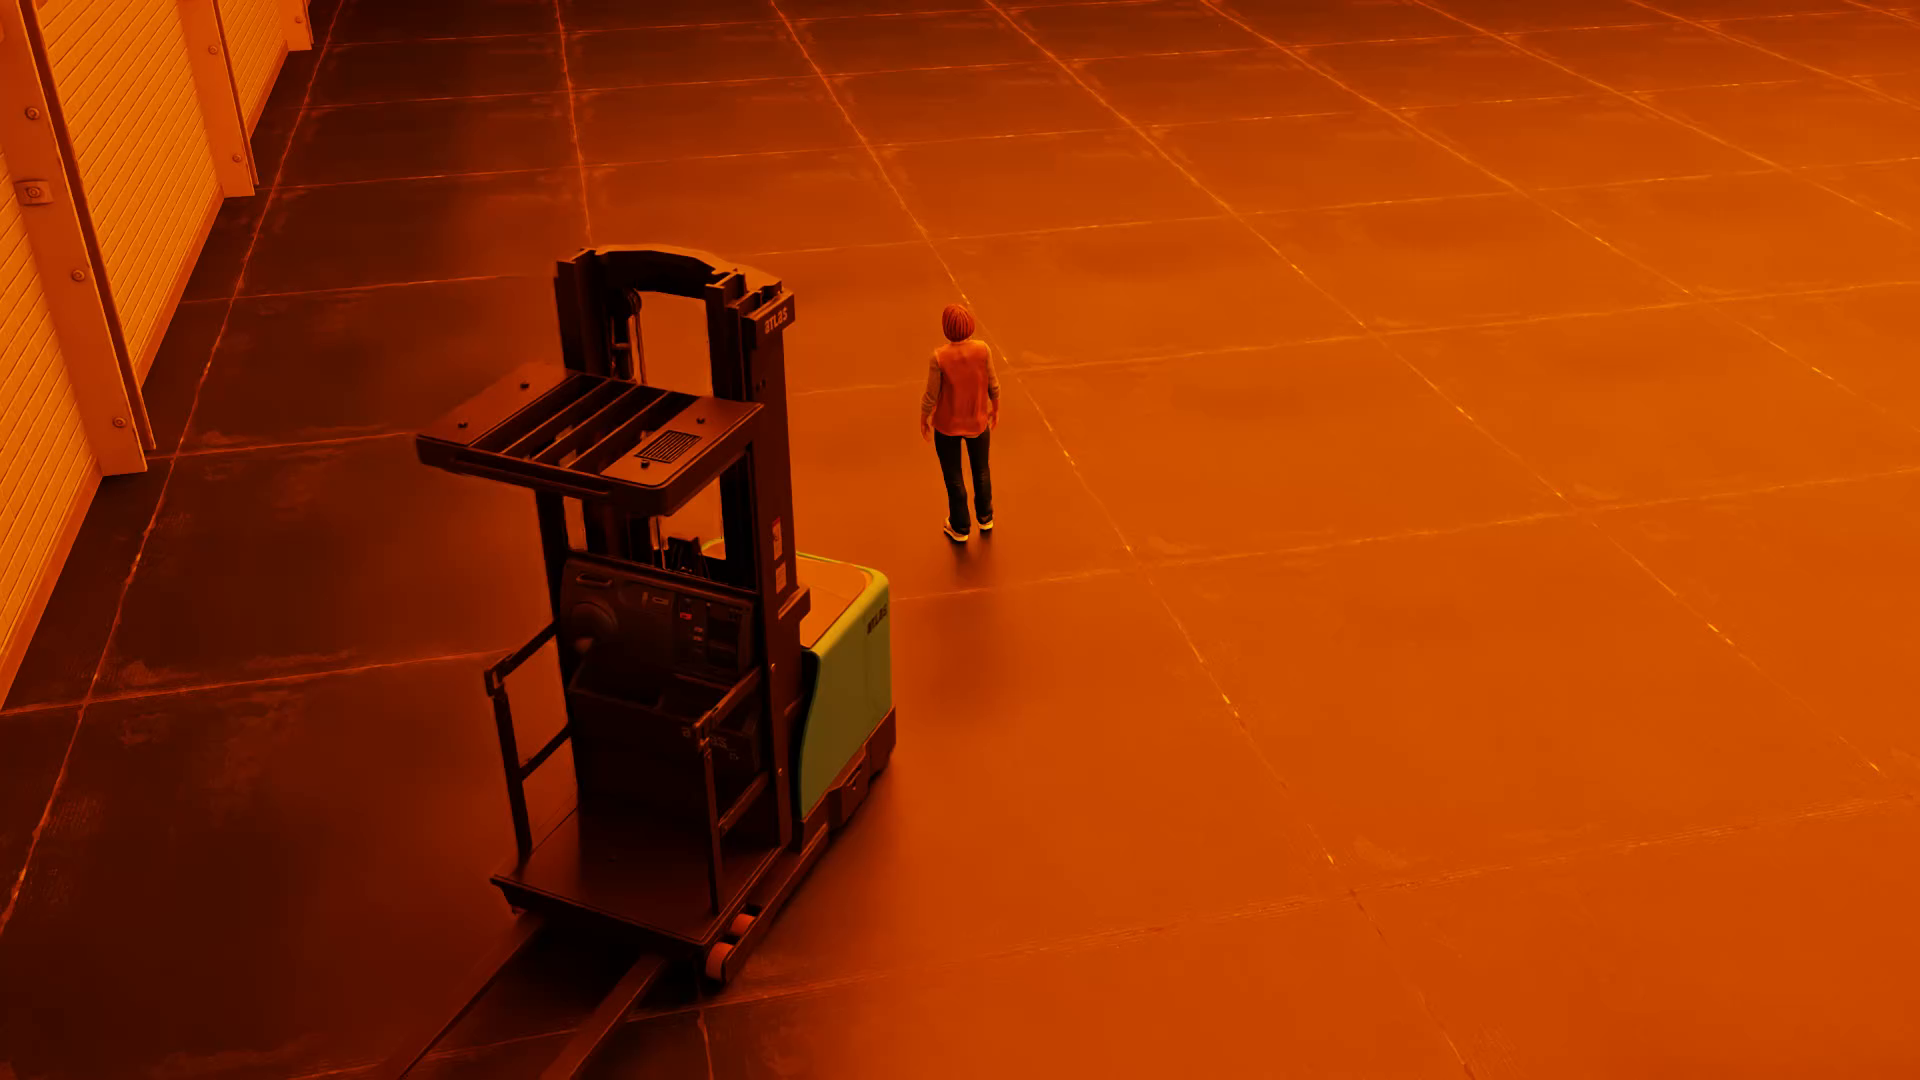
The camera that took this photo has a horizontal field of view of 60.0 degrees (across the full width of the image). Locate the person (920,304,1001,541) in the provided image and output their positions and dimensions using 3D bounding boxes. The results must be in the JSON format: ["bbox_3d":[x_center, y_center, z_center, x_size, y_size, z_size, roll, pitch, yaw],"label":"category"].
[{"bbox_3d":[-0.003,-0.735,10.161,0.519,1.598,0.475,-7,31,-12],"label":"person"}]

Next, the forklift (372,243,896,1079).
[{"bbox_3d":[-1.374,0.397,6.889,1.130,2.935,3.031,12,32,20],"label":"forklift"}]
